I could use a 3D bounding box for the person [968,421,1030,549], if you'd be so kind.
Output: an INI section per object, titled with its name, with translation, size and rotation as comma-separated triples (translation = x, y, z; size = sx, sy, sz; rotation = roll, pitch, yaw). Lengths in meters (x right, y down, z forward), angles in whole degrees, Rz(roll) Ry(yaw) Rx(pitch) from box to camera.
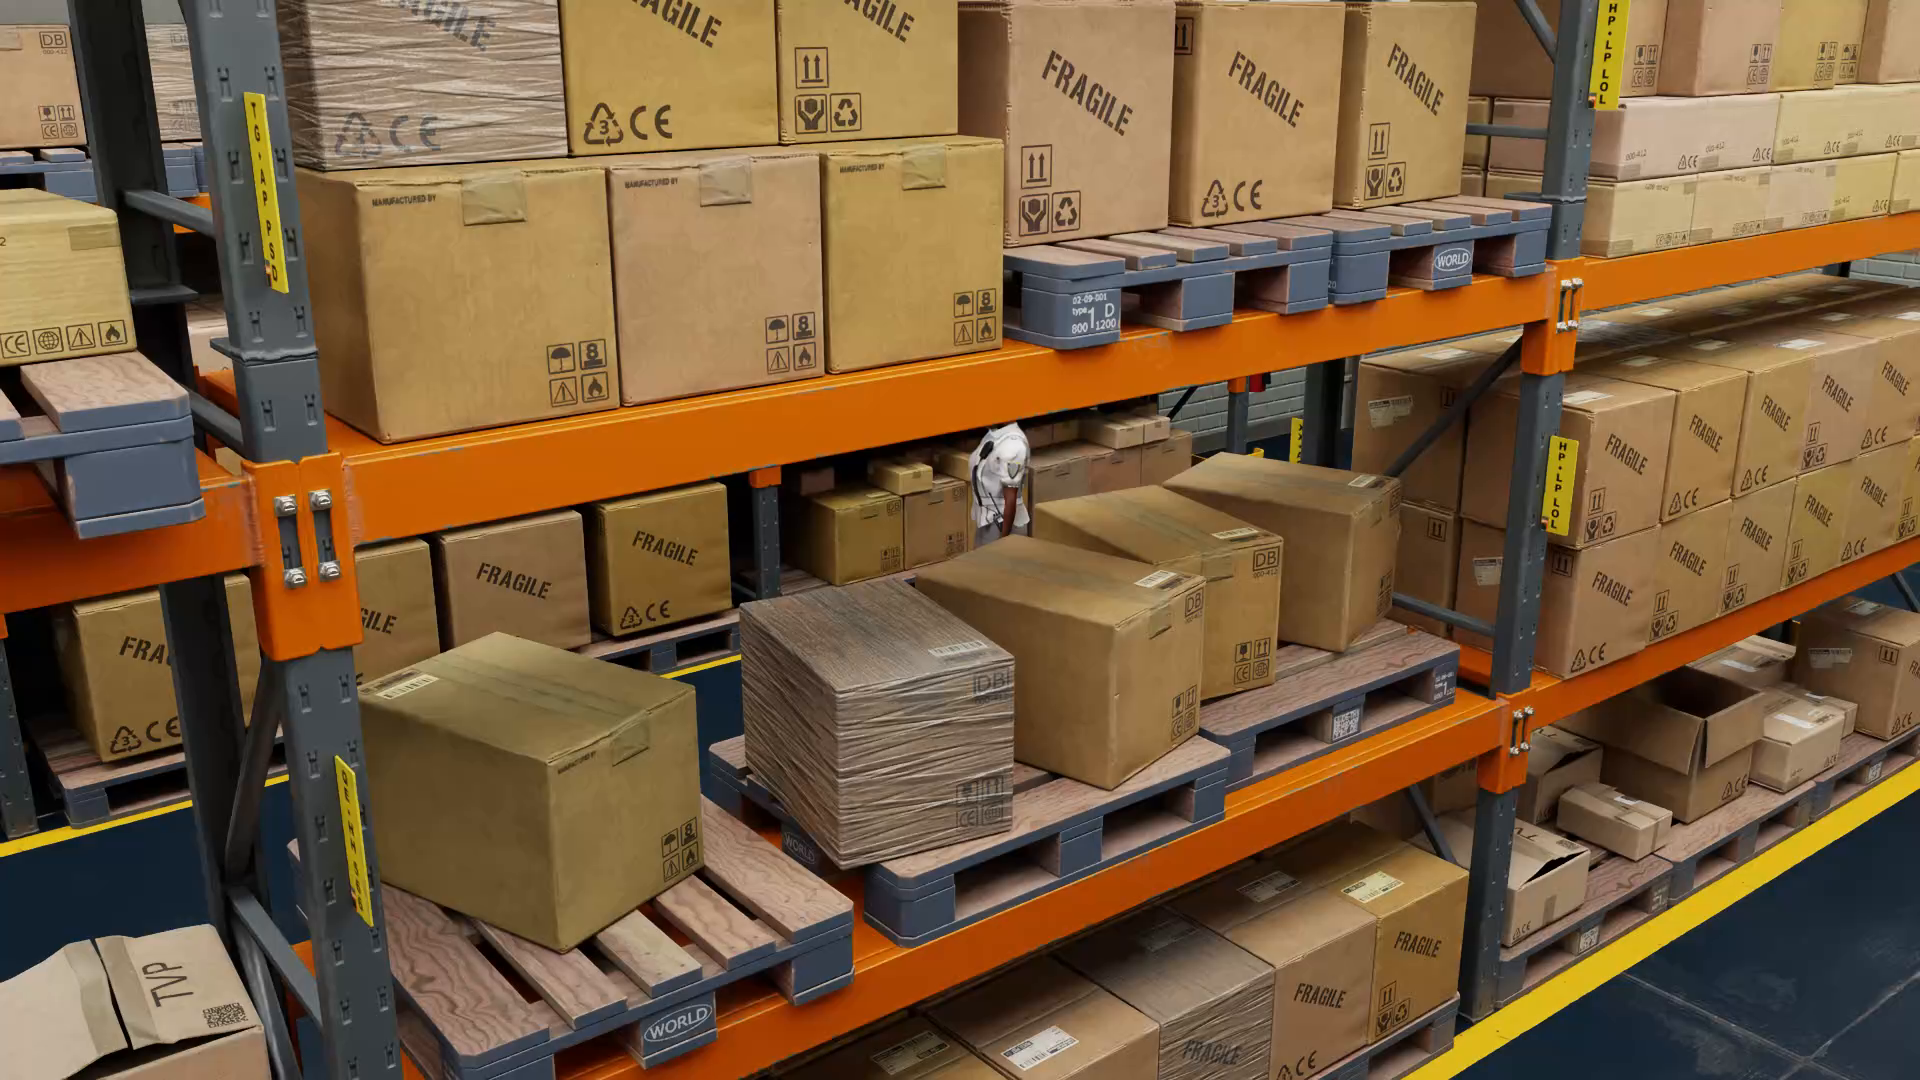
[person]
translation = 0.211, -0.056, 9.223
size = 0.341, 1.670, 0.437
rotation = -4, 18, -11
